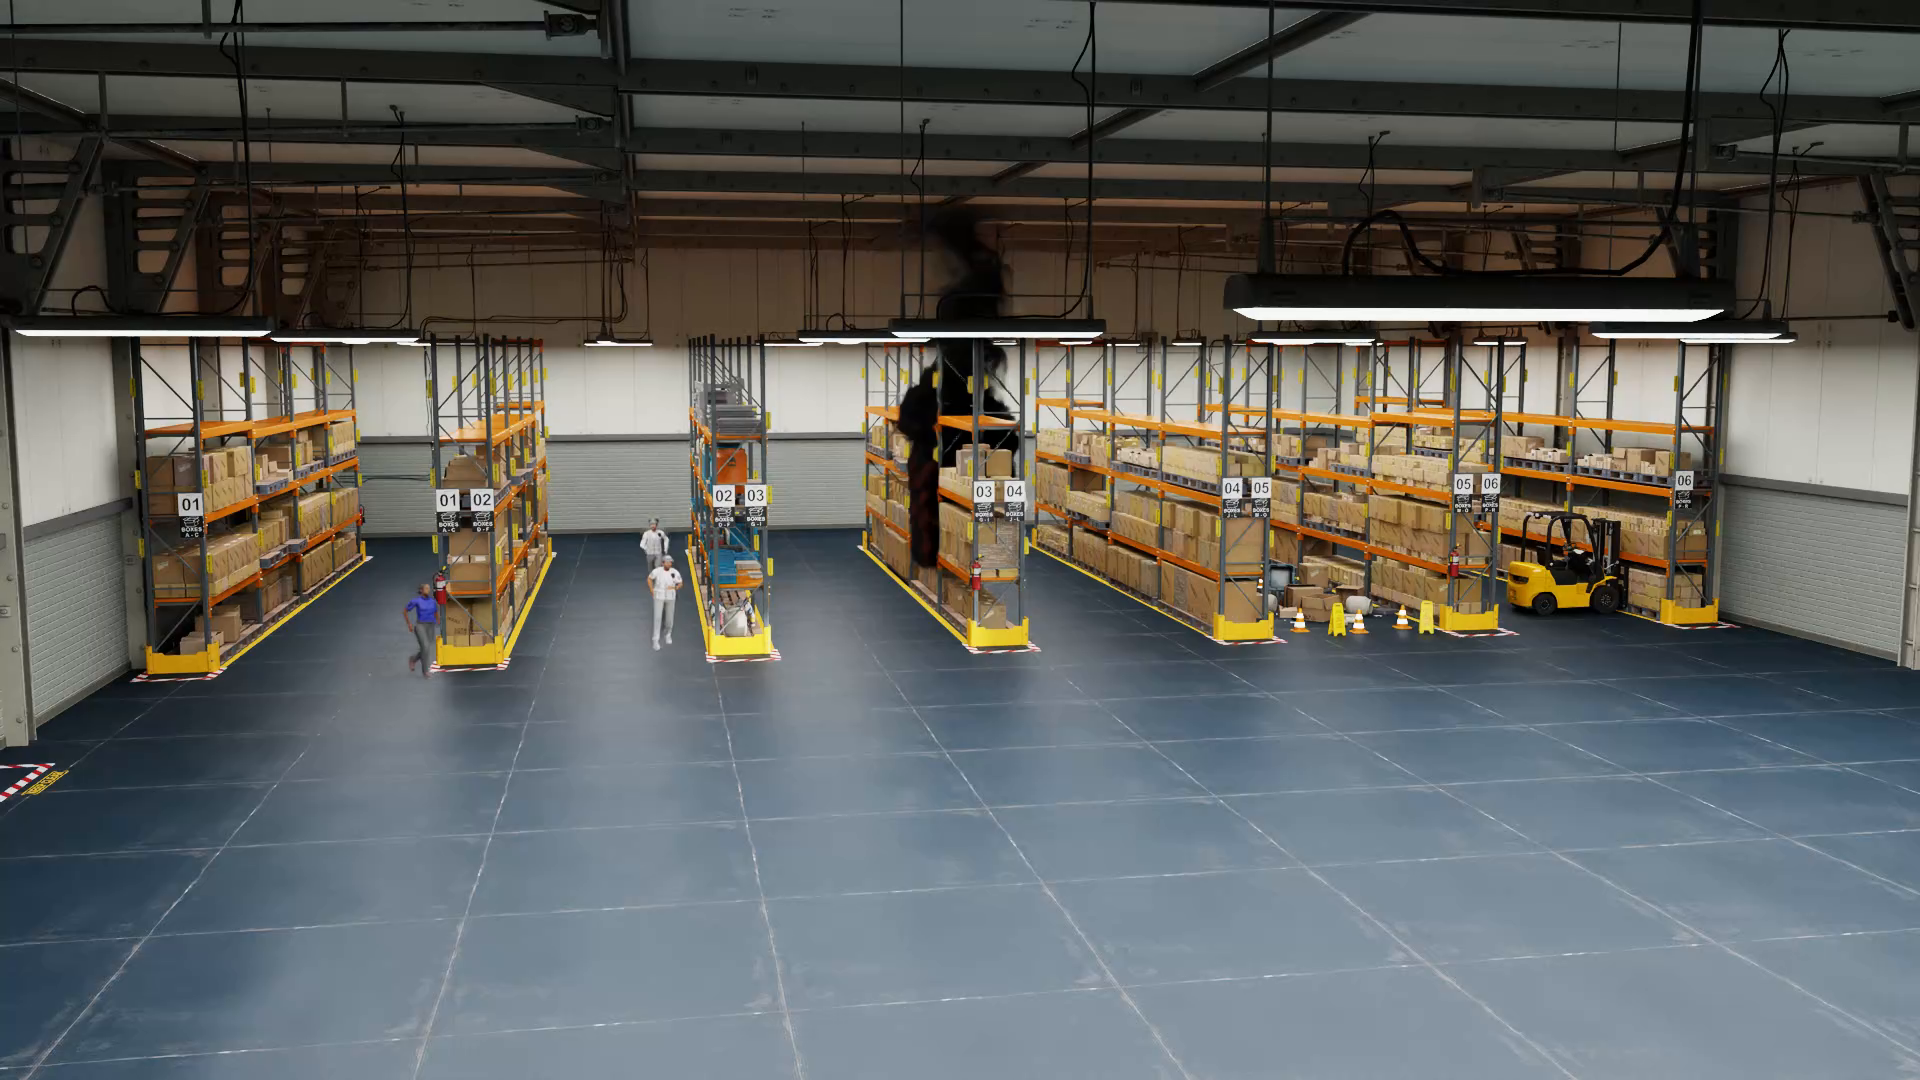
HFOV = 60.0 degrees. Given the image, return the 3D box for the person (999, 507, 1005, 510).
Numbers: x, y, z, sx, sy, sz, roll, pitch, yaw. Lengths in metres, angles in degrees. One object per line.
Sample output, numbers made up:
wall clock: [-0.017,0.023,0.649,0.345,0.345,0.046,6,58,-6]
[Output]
person: [1.122,-0.500,47.353,0.605,1.670,0.855,-1,7,-6]

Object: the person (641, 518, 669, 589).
person: [-6.839,0.335,37.188,0.592,1.668,0.852,-1,7,-10]

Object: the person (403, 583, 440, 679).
person: [-9.406,1.584,29.239,0.735,1.642,0.621,5,8,37]

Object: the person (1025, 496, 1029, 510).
person: [1.708,-0.772,49.181,0.832,1.738,0.764,-5,9,-40]

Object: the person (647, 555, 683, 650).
person: [-5.423,1.118,30.682,0.633,1.683,0.861,-2,7,-19]
